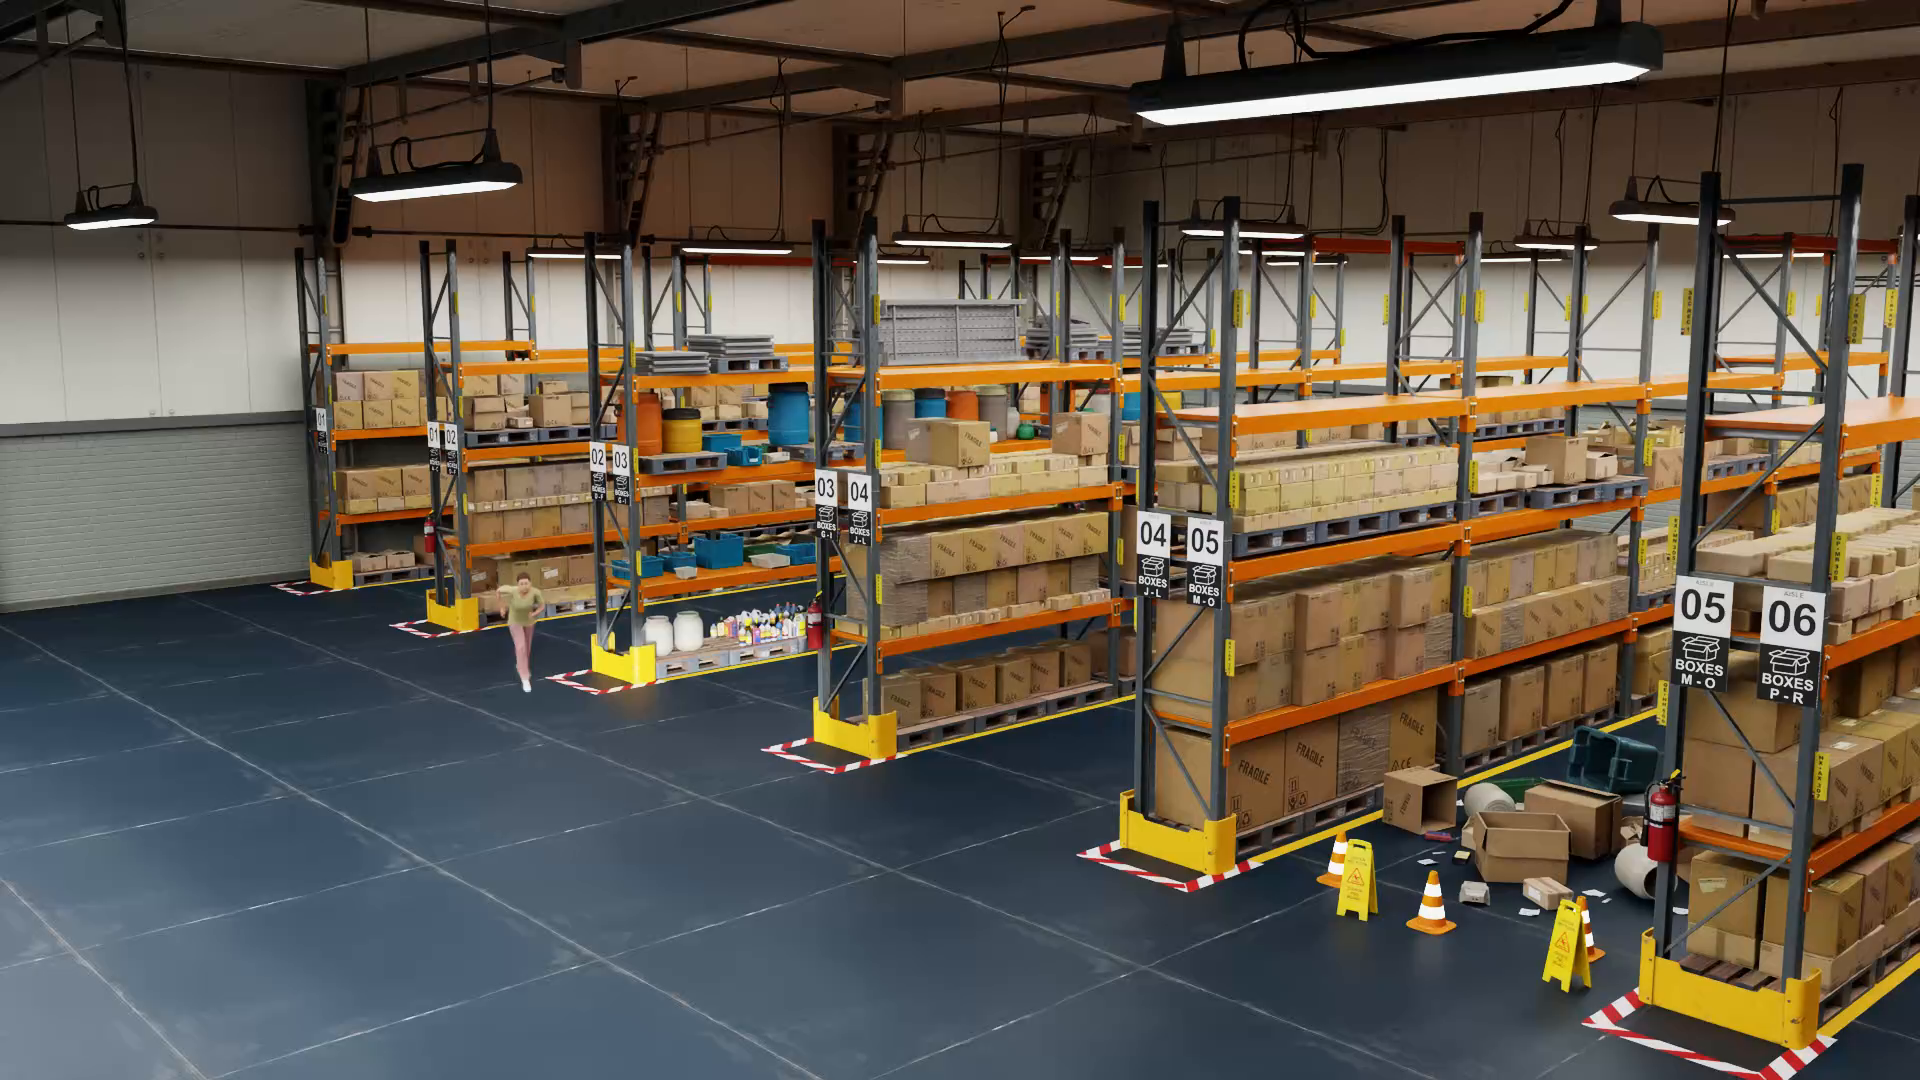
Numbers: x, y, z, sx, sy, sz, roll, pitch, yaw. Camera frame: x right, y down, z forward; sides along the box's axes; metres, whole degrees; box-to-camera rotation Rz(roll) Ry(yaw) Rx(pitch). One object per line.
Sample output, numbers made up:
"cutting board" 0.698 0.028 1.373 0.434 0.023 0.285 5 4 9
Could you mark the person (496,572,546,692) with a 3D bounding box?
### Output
"person" -5.840 1.176 22.135 0.618 1.620 0.945 -3 9 -21
